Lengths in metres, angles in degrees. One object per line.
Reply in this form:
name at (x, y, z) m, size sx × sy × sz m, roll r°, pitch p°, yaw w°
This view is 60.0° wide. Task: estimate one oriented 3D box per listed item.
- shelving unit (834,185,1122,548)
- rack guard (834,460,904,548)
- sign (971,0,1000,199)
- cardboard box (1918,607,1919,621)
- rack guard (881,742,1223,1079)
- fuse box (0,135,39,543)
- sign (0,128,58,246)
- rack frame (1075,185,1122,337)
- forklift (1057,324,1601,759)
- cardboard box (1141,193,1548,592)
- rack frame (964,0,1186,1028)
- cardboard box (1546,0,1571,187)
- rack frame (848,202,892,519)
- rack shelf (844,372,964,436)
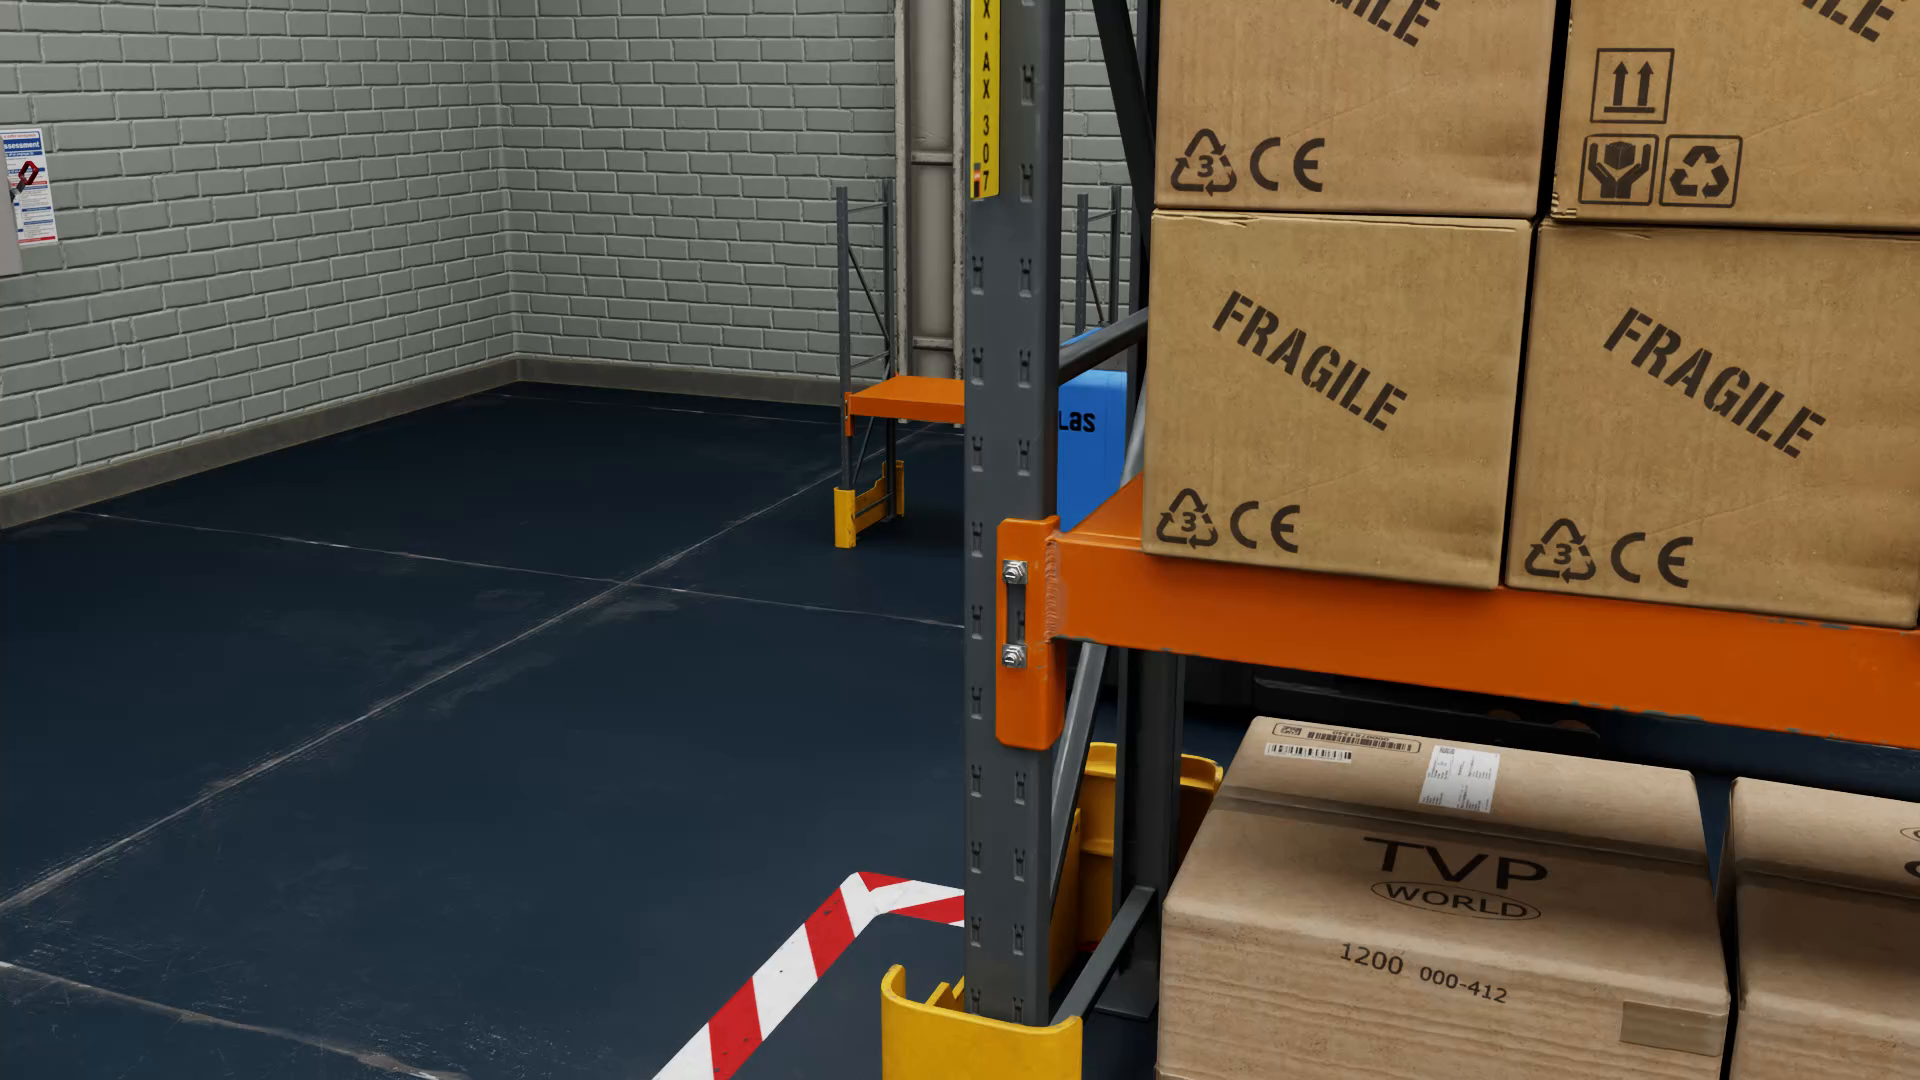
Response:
shelving unit at (0.071, -0.712, 6.938) m, size 1.083 × 1.500 × 0.587 m, roll 6°, pitch 17°, yaw 21°
rack guard at (-0.392, -0.163, 7.287) m, size 0.087 × 0.250 × 0.587 m, roll 6°, pitch 17°, yaw 21°
sign at (0.035, -0.643, 2.314) m, size 0.005 × 0.325 × 0.100 m, roll 6°, pitch 17°, yaw 21°
cardboard box at (1.533, -0.156, 2.151) m, size 0.500 × 0.500 × 0.500 m, roll 6°, pitch 17°, yaw 20°
rack guard at (0.222, 0.865, 3.297) m, size 0.348 × 0.500 × 1.175 m, roll 6°, pitch 17°, yaw 21°
fuse box at (-4.103, -0.815, 6.911) m, size 0.414 × 1.711 × 0.539 m, roll 6°, pitch 17°, yaw 21°
sign at (-4.114, -1.537, 7.258) m, size 0.001 × 0.494 × 0.329 m, roll 6°, pitch 17°, yaw 21°
rack frame at (0.552, -0.660, 6.755) m, size 0.032 × 1.500 × 0.500 m, roll 6°, pitch 17°, yaw 21°
forklift at (1.702, -0.886, 4.970) m, size 3.031 × 2.935 × 1.130 m, roll 7°, pitch 18°, yaw 22°
cardboard box at (0.586, -0.257, 2.500) m, size 0.500 × 0.500 × 0.500 m, roll 6°, pitch 17°, yaw 20°
rack frame at (0.244, -0.333, 2.940) m, size 0.127 × 3.000 × 1.000 m, roll 6°, pitch 17°, yaw 21°
cardboard box at (0.780, -0.873, 2.829) m, size 0.500 × 0.500 × 0.500 m, roll 7°, pitch 18°, yaw 22°
rack frame at (-0.393, -0.764, 7.115) m, size 0.013 × 1.308 × 0.475 m, roll 6°, pitch 17°, yaw 21°
rack shelf at (0.079, -0.539, 6.985) m, size 1.000 × 0.185 × 0.538 m, roll 6°, pitch 17°, yaw 21°
